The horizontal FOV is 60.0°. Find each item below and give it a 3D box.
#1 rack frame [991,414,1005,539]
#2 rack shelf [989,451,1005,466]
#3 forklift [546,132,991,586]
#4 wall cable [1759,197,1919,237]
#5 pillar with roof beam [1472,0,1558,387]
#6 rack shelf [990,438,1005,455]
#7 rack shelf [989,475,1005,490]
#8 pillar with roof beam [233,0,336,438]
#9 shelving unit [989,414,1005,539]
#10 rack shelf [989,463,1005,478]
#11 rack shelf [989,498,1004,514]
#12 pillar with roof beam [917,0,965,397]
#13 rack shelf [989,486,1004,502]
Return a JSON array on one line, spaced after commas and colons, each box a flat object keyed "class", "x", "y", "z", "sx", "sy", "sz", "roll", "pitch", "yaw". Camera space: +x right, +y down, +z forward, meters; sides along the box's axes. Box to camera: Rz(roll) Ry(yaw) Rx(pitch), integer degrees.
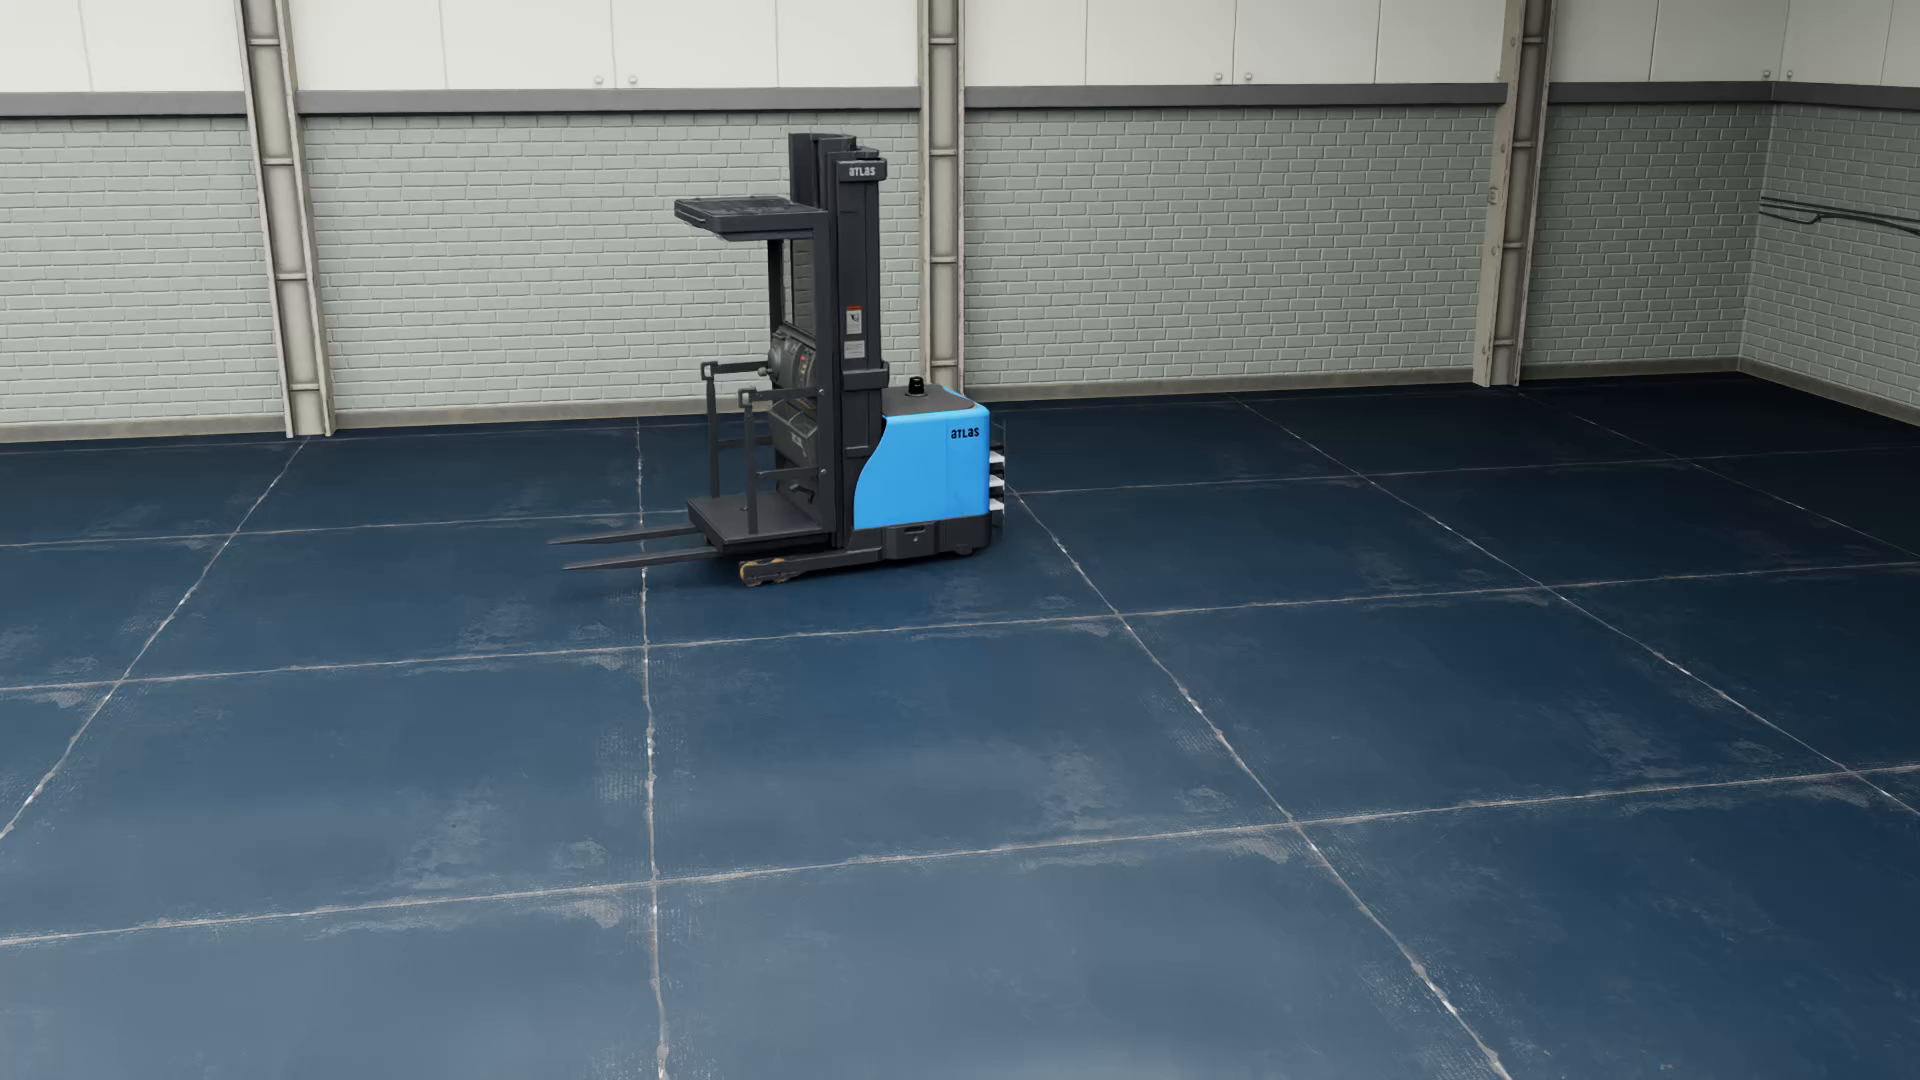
[{"class": "rack frame", "x": 0.279, "y": -0.467, "z": 12.300, "sx": 0.006, "sy": 0.900, "sz": 0.240, "roll": -7, "pitch": 18, "yaw": -22}, {"class": "rack shelf", "x": 0.186, "y": -0.596, "z": 12.220, "sx": 0.200, "sy": 0.077, "sz": 0.258, "roll": -7, "pitch": 18, "yaw": -22}, {"class": "forklift", "x": -1.343, "y": -1.262, "z": 11.430, "sx": 3.031, "sy": 2.935, "sz": 1.130, "roll": -7, "pitch": 18, "yaw": -22}, {"class": "wall cable", "x": 8.855, "y": -4.271, "z": 16.181, "sx": 0.112, "sy": 2.526, "sz": 3.097, "roll": -3, "pitch": 17, "yaw": -10}, {"class": "pillar with roof beam", "x": 6.529, "y": -4.732, "z": 12.391, "sx": 0.400, "sy": 9.000, "sz": 9.100, "roll": -3, "pitch": 17, "yaw": -10}, {"class": "rack shelf", "x": 0.186, "y": -0.682, "z": 12.193, "sx": 0.200, "sy": 0.077, "sz": 0.258, "roll": -7, "pitch": 18, "yaw": -22}, {"class": "rack shelf", "x": 0.186, "y": -0.424, "z": 12.272, "sx": 0.200, "sy": 0.077, "sz": 0.258, "roll": -7, "pitch": 18, "yaw": -22}, {"class": "pillar with roof beam", "x": -5.253, "y": -4.063, "z": 10.215, "sx": 0.400, "sy": 9.000, "sz": 9.100, "roll": -3, "pitch": 17, "yaw": -10}, {"class": "shelving unit", "x": 0.186, "y": -0.456, "z": 12.263, "sx": 0.210, "sy": 0.900, "sz": 0.258, "roll": -7, "pitch": 18, "yaw": -22}, {"class": "rack shelf", "x": 0.186, "y": -0.510, "z": 12.246, "sx": 0.200, "sy": 0.077, "sz": 0.258, "roll": -7, "pitch": 18, "yaw": -22}, {"class": "rack shelf", "x": 0.186, "y": -0.252, "z": 12.325, "sx": 0.200, "sy": 0.077, "sz": 0.258, "roll": -7, "pitch": 18, "yaw": -22}, {"class": "pillar with roof beam", "x": 0.638, "y": -4.398, "z": 11.303, "sx": 0.400, "sy": 9.000, "sz": 9.100, "roll": -3, "pitch": 17, "yaw": -10}, {"class": "rack shelf", "x": 0.186, "y": -0.338, "z": 12.299, "sx": 0.200, "sy": 0.077, "sz": 0.258, "roll": -7, "pitch": 18, "yaw": -22}]
